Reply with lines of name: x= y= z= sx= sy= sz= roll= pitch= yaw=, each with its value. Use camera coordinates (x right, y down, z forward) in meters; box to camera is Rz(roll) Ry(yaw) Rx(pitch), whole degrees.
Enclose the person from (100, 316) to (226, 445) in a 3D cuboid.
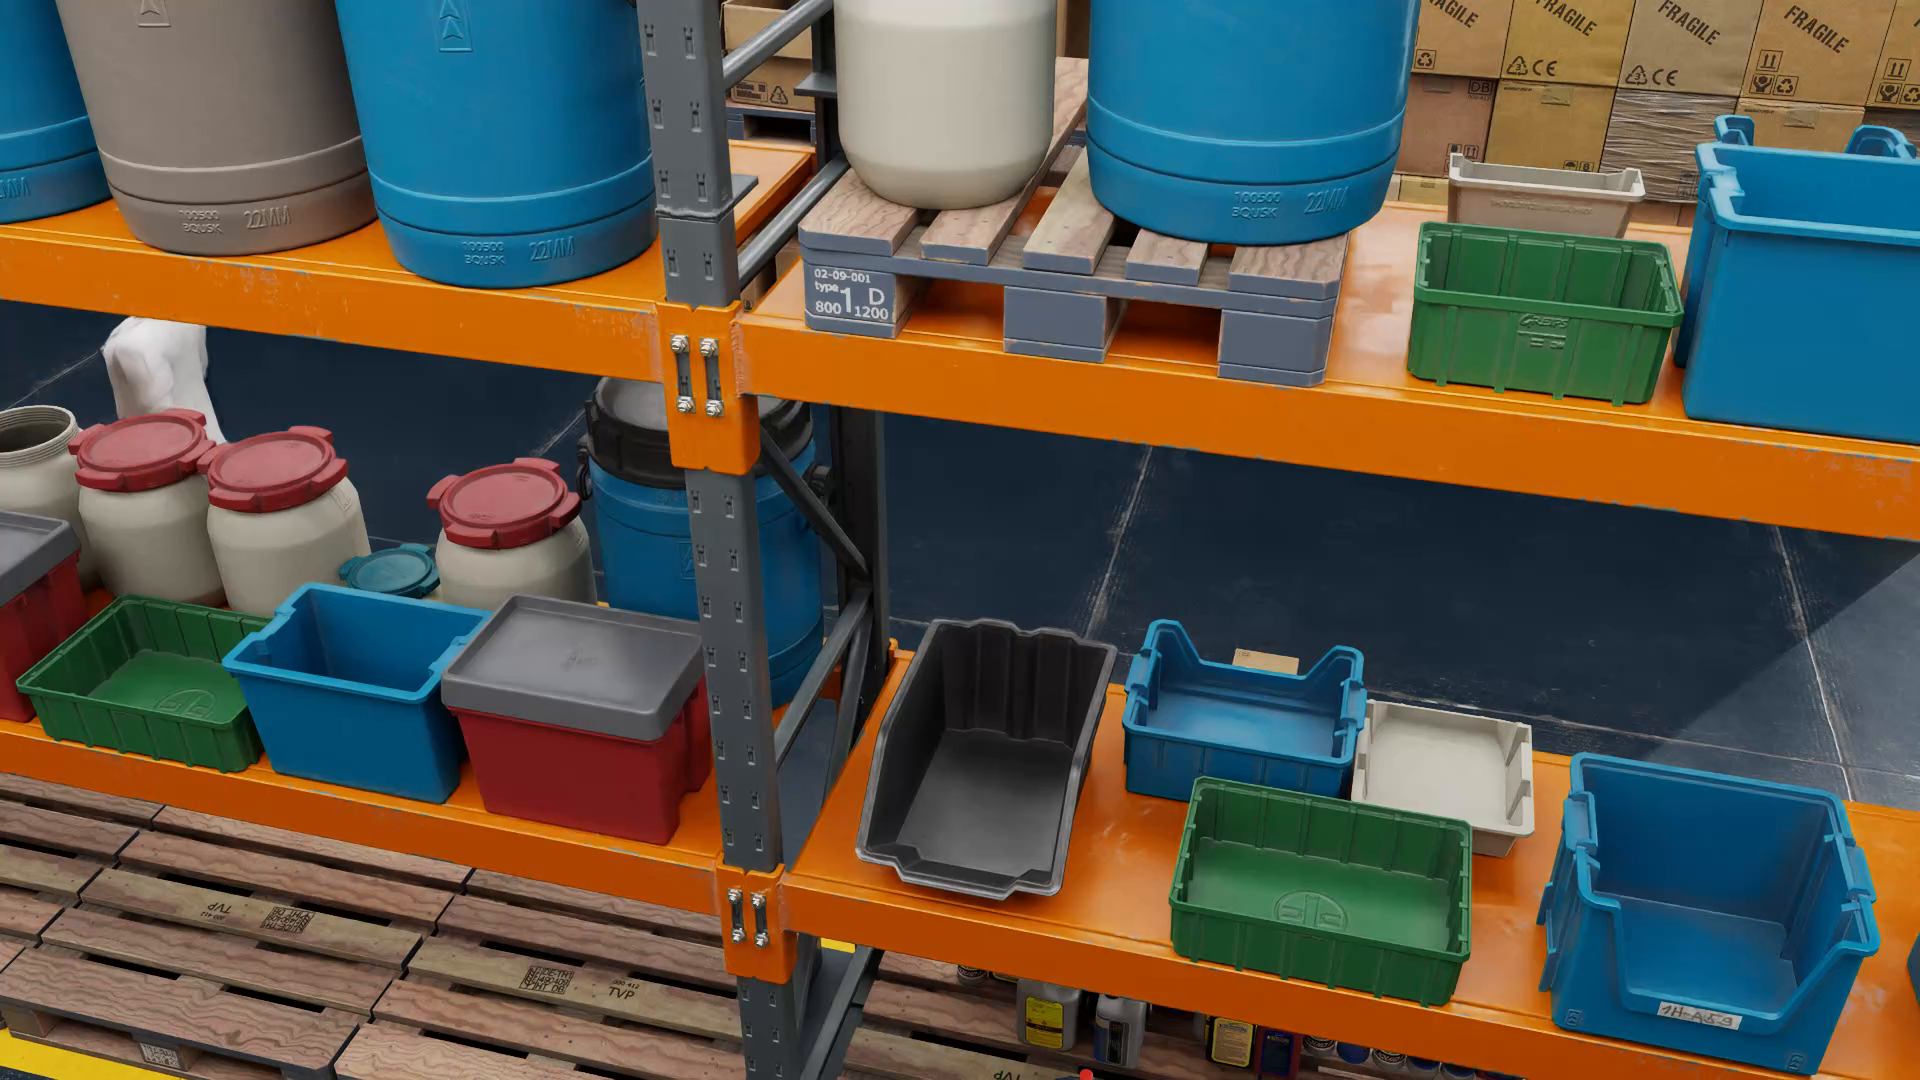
person: x=-3.160 y=-0.389 z=6.758 sx=1.049 sy=1.735 sz=0.561 roll=5 pitch=33 yaw=8
